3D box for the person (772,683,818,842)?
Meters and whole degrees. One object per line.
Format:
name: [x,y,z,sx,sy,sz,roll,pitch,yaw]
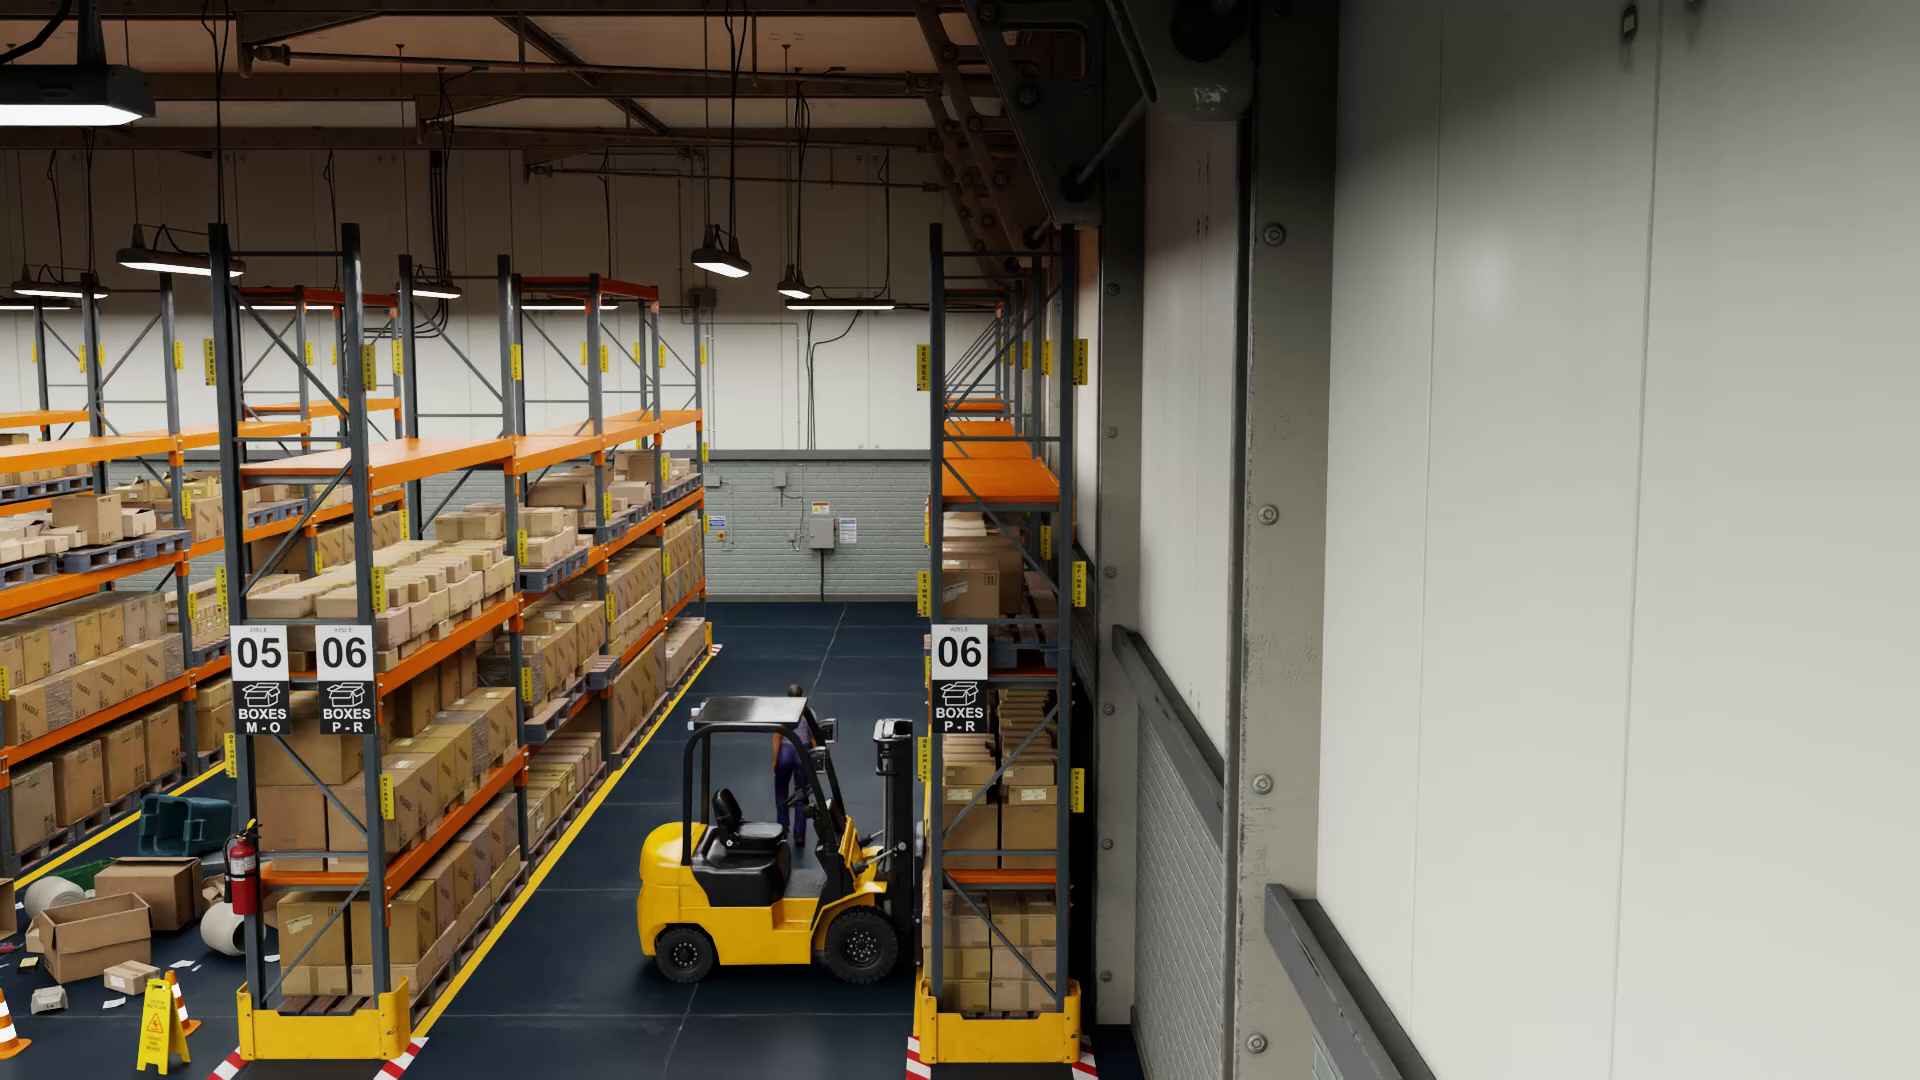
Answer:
person: [-1.727,2.357,17.451,0.506,1.671,0.626,-1,7,-10]
